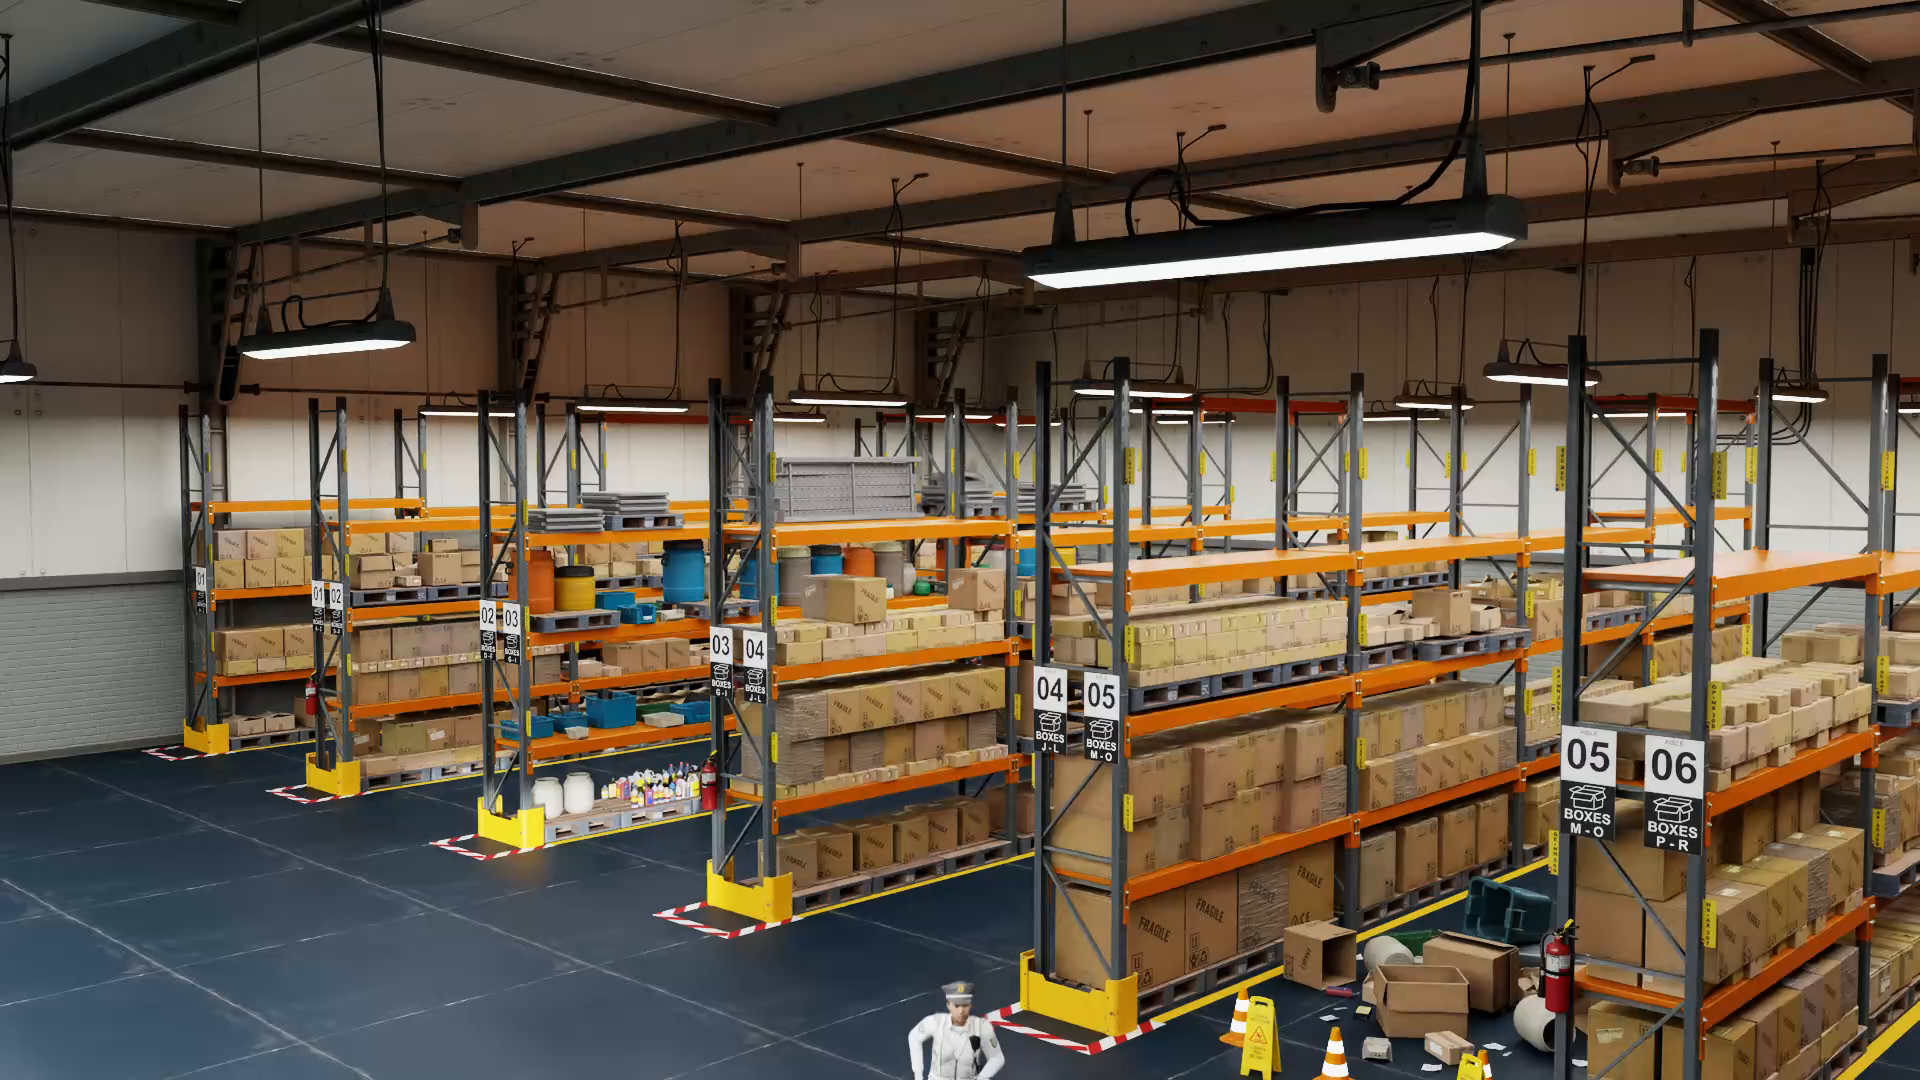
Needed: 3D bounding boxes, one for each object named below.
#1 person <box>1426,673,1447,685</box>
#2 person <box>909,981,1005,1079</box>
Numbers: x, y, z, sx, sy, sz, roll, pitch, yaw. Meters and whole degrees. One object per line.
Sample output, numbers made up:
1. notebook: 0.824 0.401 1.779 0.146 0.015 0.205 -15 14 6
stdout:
1. person: 7.715 2.874 26.788 0.672 1.831 0.770 2 4 36
2. person: -0.022 3.753 11.196 0.642 1.698 0.749 0 3 -3
